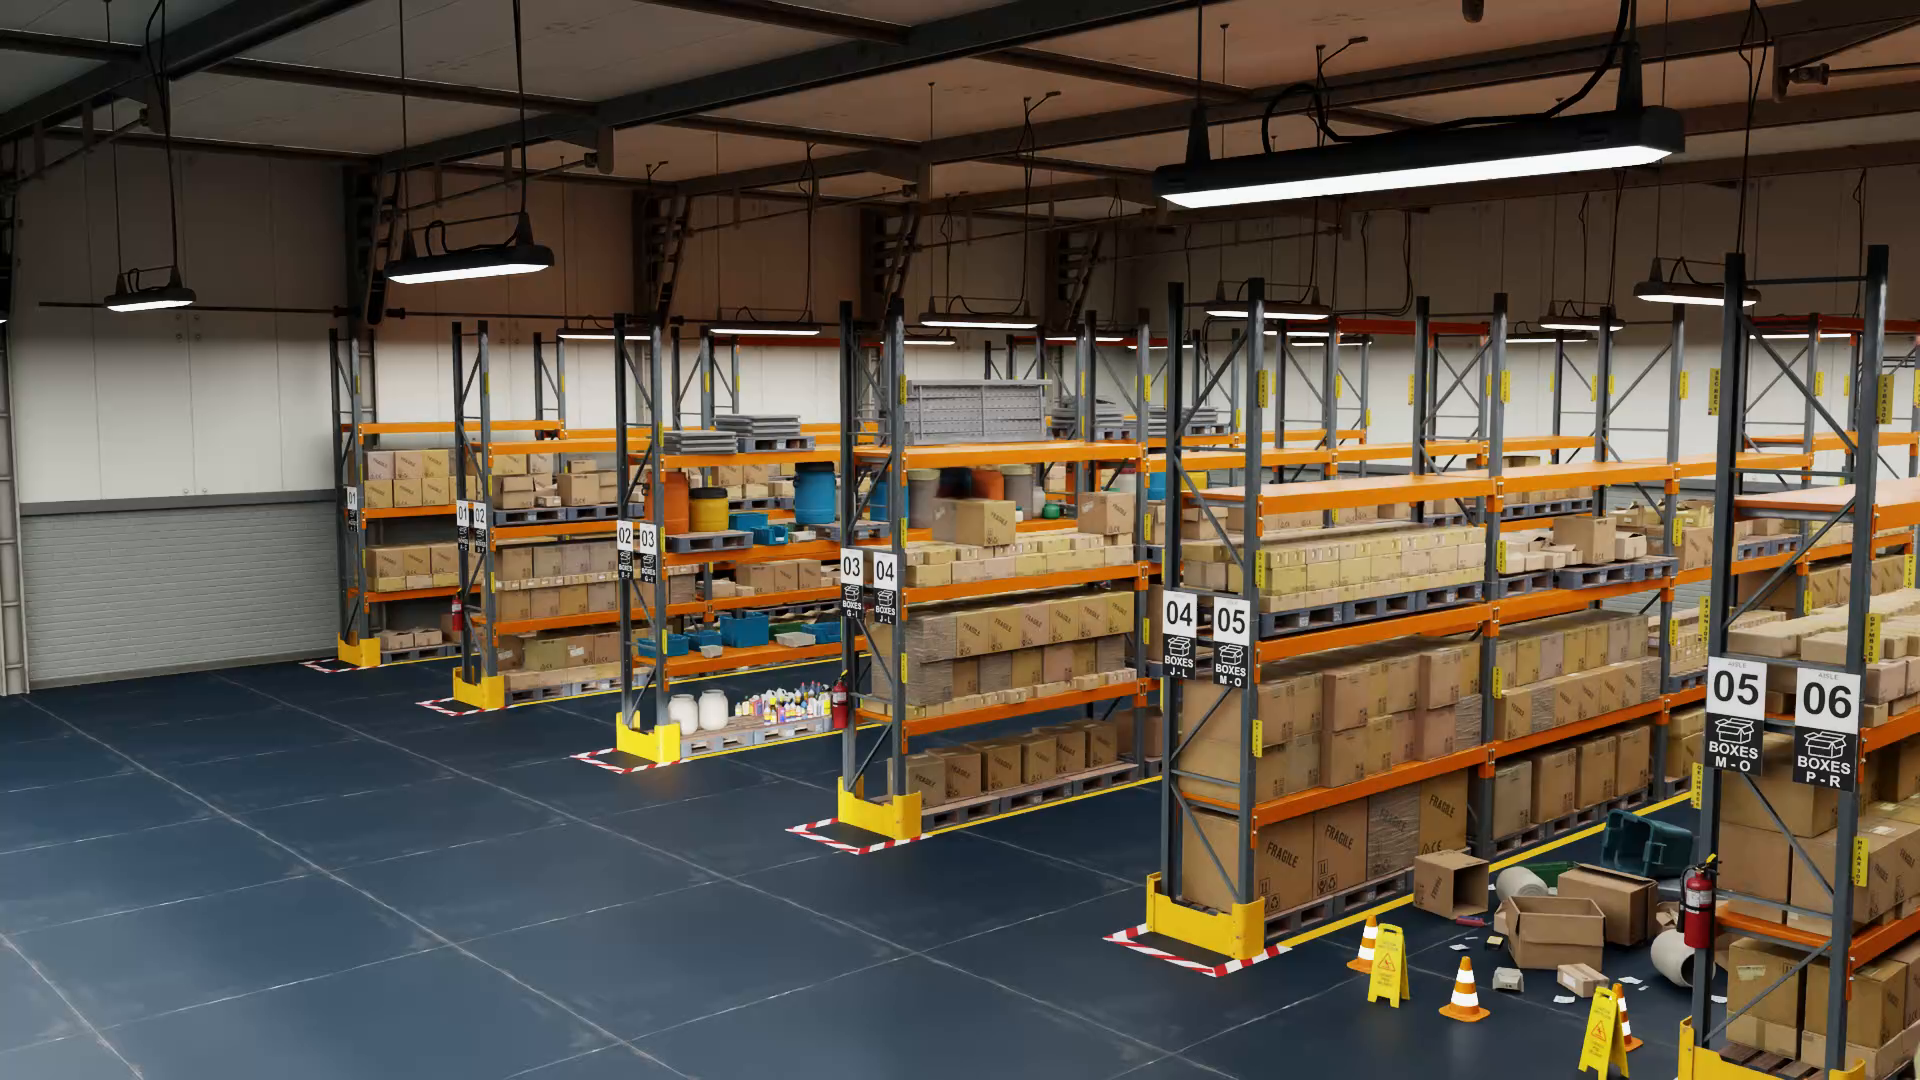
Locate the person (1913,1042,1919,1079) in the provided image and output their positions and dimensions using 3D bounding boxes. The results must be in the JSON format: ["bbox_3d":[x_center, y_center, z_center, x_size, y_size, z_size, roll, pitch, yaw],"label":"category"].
[{"bbox_3d":[5.749,3.388,9.700,0.948,1.644,0.435,3,6,24],"label":"person"}]
